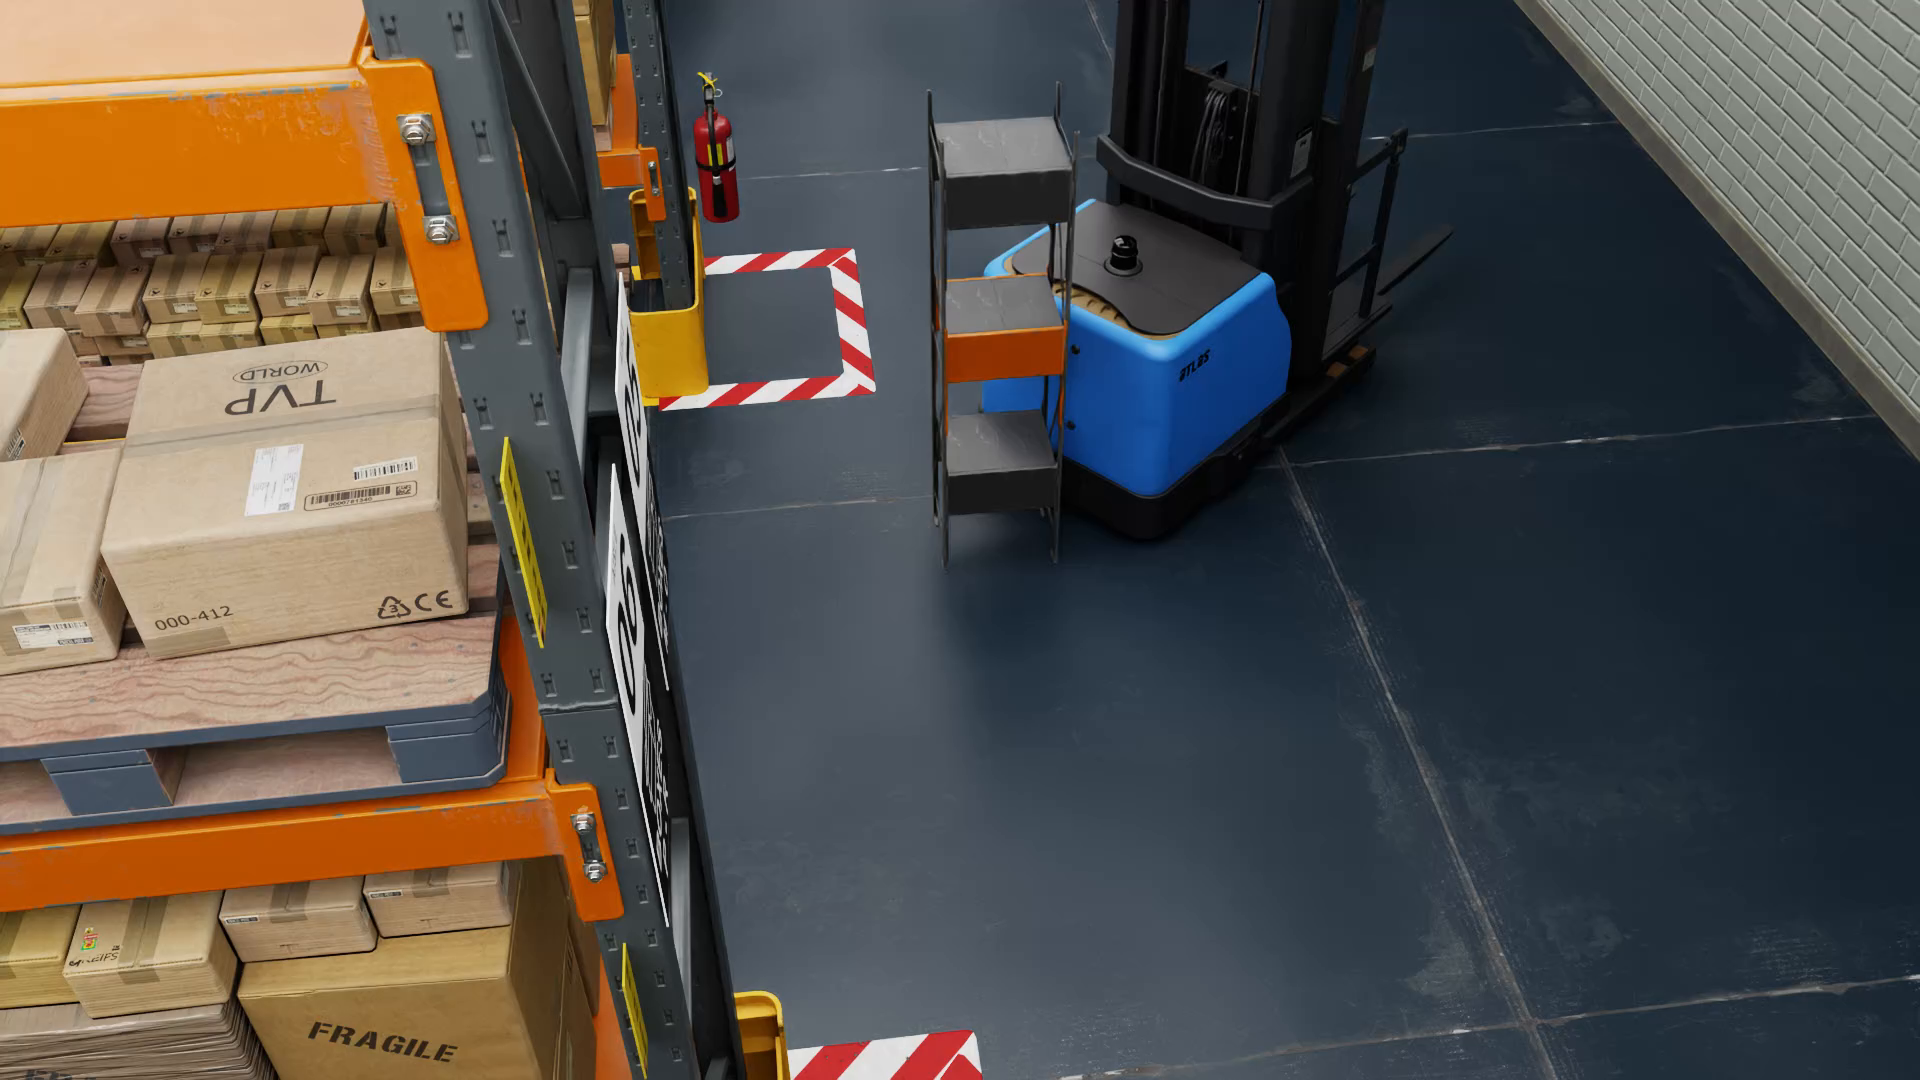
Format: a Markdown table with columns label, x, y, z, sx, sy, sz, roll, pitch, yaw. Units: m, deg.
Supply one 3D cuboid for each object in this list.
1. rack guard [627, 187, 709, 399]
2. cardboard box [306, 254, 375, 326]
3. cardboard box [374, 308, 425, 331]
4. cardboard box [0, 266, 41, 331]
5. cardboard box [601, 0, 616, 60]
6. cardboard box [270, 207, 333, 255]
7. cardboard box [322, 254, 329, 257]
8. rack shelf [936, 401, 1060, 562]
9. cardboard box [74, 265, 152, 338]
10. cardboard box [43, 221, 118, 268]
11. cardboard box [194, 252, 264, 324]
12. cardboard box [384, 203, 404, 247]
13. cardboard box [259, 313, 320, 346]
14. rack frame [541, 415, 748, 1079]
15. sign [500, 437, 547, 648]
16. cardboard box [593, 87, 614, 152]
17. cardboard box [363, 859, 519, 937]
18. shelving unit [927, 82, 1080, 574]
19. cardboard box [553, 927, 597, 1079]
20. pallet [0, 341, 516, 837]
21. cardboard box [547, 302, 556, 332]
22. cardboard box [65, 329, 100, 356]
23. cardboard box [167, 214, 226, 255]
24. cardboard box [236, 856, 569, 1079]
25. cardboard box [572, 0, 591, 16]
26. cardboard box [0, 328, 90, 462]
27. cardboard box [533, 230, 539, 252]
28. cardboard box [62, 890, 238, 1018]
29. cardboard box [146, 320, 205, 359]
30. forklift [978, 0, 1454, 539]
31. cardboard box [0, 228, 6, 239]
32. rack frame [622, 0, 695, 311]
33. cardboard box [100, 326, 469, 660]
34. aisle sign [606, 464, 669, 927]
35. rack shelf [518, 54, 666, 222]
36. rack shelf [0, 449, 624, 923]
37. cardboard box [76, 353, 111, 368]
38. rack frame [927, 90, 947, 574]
| label | x | y | z | sx | sy | sz | roll | pitch | yaw |
| --- | --- | --- | --- | --- | --- | --- | --- | --- | --- |
| rack guard | -1.495 | -1.285 | 8.517 | 0.348 | 0.500 | 1.175 | -5 | 42 | -6 |
| cardboard box | -2.933 | -1.193 | 7.919 | 0.250 | 0.149 | 0.380 | -4 | 42 | -4 |
| cardboard box | -2.701 | -1.191 | 8.139 | 0.250 | 0.149 | 0.380 | -5 | 42 | -6 |
| cardboard box | -4.493 | -1.122 | 7.841 | 0.250 | 0.149 | 0.380 | -6 | 42 | -6 |
| cardboard box | -1.901 | -2.512 | 7.714 | 0.500 | 0.500 | 0.500 | -3 | 42 | -3 |
| cardboard box | -3.286 | -1.591 | 8.360 | 0.250 | 0.149 | 0.380 | -4 | 42 | -5 |
| cardboard box | -3.266 | -1.399 | 8.370 | 0.250 | 0.149 | 0.380 | -3 | 42 | -3 |
| rack shelf | 0.152 | -0.255 | 7.246 | 0.480 | 0.518 | 0.431 | -5 | 42 | -6 |
| cardboard box | -3.974 | -1.128 | 7.847 | 0.250 | 0.149 | 0.380 | -4 | 42 | -5 |
| cardboard box | -4.306 | -1.440 | 8.193 | 0.250 | 0.149 | 0.380 | -4 | 42 | -4 |
| cardboard box | -3.465 | -1.202 | 7.929 | 0.250 | 0.149 | 0.380 | -5 | 42 | -5 |
| cardboard box | -2.743 | -1.601 | 8.372 | 0.250 | 0.149 | 0.380 | -7 | 43 | -8 |
| cardboard box | -3.190 | -1.083 | 8.019 | 0.250 | 0.149 | 0.380 | -3 | 42 | -3 |
| rack frame | -0.678 | 1.059 | 4.052 | 0.127 | 3.000 | 1.000 | -5 | 42 | -6 |
| sign | -0.621 | 0.007 | 2.376 | 0.005 | 0.325 | 0.100 | -5 | 42 | -6 |
| cardboard box | -1.707 | -1.911 | 7.531 | 0.250 | 0.149 | 0.380 | -5 | 42 | -5 |
| cardboard box | -1.008 | 0.574 | 3.284 | 0.250 | 0.149 | 0.380 | -4 | 42 | -5 |
| shelving unit | 0.152 | -0.785 | 6.768 | 0.503 | 2.100 | 0.431 | -5 | 42 | -6 |
| cardboard box | -1.122 | 1.239 | 3.777 | 0.500 | 0.500 | 0.500 | -5 | 42 | -5 |
| pallet | -1.412 | 0.049 | 2.998 | 1.213 | 0.211 | 1.003 | -5 | 42 | -6 |
| cardboard box | -1.906 | -1.192 | 8.140 | 0.250 | 0.149 | 0.380 | -6 | 42 | -7 |
| cardboard box | -4.241 | -1.048 | 7.980 | 0.250 | 0.149 | 0.380 | -7 | 43 | -8 |
| cardboard box | -3.783 | -1.557 | 8.322 | 0.250 | 0.149 | 0.380 | -6 | 42 | -7 |
| cardboard box | -1.125 | 0.850 | 3.462 | 0.500 | 0.500 | 0.500 | -4 | 42 | -4 |
| cardboard box | -1.842 | -2.534 | 6.992 | 0.500 | 0.500 | 0.500 | -6 | 42 | -6 |
| cardboard box | -1.787 | -0.213 | 3.022 | 0.250 | 0.149 | 0.380 | -4 | 42 | -4 |
| cardboard box | -2.169 | -1.340 | 8.082 | 0.250 | 0.149 | 0.380 | -4 | 42 | -5 |
| cardboard box | -1.502 | 0.690 | 3.155 | 0.250 | 0.149 | 0.380 | -5 | 42 | -6 |
| cardboard box | -3.707 | -1.036 | 7.967 | 0.250 | 0.149 | 0.380 | -5 | 42 | -6 |
| forklift | 1.434 | -2.003 | 7.498 | 1.130 | 2.935 | 3.031 | 30 | 50 | 29 |
| cardboard box | -4.819 | -1.443 | 8.196 | 0.250 | 0.149 | 0.380 | -5 | 42 | -5 |
| rack frame | -1.420 | -2.220 | 7.687 | 0.127 | 3.000 | 1.000 | -5 | 42 | -6 |
| cardboard box | -1.113 | -0.094 | 2.814 | 0.500 | 0.250 | 0.500 | -9 | 43 | -9 |
| aisle sign | -0.566 | 0.293 | 2.960 | 0.004 | 0.787 | 0.394 | -5 | 42 | -6 |
| rack shelf | -3.403 | -1.779 | 7.735 | 4.000 | 0.370 | 1.077 | -5 | 42 | -6 |
| rack shelf | -2.661 | 0.386 | 3.096 | 4.000 | 0.370 | 1.077 | -5 | 42 | -6 |
| cardboard box | -4.235 | -0.923 | 8.063 | 0.250 | 0.149 | 0.380 | -6 | 42 | -6 |
| rack frame | -0.089 | -0.764 | 6.744 | 0.015 | 2.100 | 0.400 | -5 | 42 | -6 |
